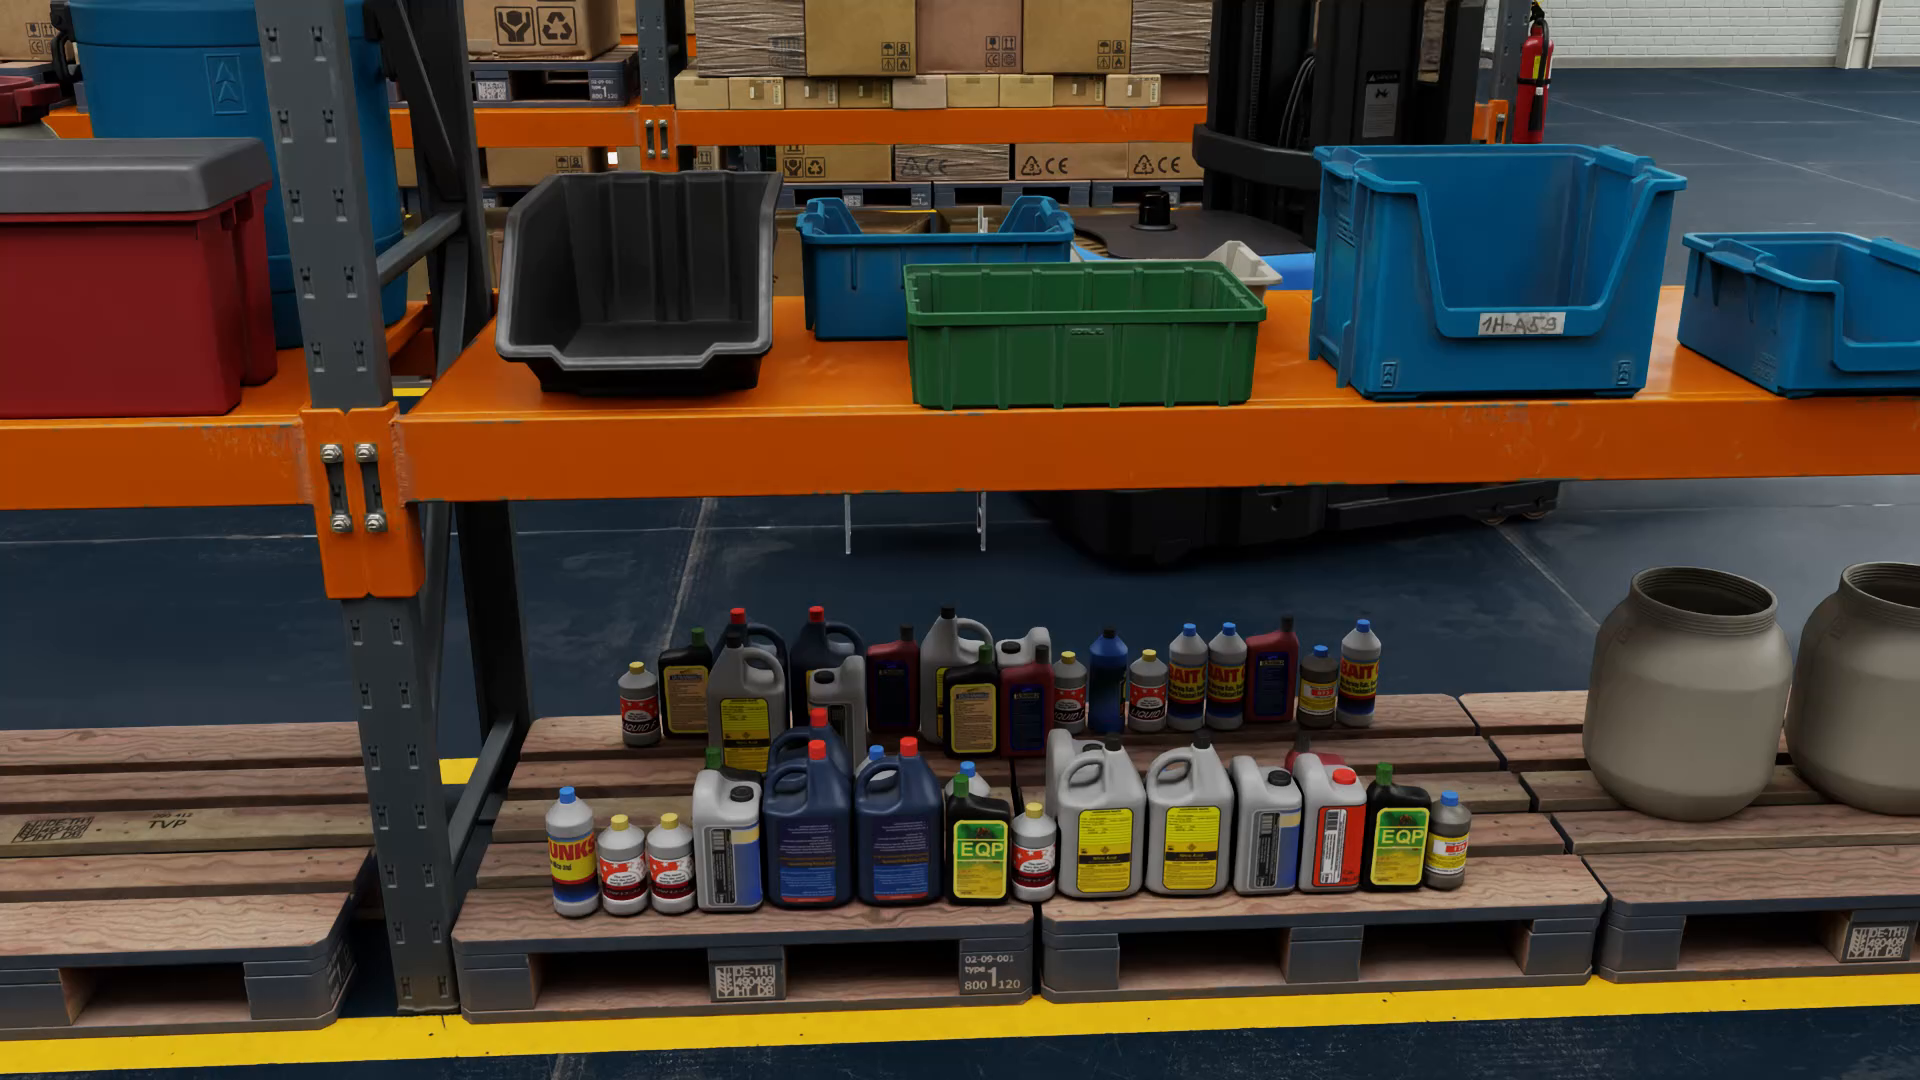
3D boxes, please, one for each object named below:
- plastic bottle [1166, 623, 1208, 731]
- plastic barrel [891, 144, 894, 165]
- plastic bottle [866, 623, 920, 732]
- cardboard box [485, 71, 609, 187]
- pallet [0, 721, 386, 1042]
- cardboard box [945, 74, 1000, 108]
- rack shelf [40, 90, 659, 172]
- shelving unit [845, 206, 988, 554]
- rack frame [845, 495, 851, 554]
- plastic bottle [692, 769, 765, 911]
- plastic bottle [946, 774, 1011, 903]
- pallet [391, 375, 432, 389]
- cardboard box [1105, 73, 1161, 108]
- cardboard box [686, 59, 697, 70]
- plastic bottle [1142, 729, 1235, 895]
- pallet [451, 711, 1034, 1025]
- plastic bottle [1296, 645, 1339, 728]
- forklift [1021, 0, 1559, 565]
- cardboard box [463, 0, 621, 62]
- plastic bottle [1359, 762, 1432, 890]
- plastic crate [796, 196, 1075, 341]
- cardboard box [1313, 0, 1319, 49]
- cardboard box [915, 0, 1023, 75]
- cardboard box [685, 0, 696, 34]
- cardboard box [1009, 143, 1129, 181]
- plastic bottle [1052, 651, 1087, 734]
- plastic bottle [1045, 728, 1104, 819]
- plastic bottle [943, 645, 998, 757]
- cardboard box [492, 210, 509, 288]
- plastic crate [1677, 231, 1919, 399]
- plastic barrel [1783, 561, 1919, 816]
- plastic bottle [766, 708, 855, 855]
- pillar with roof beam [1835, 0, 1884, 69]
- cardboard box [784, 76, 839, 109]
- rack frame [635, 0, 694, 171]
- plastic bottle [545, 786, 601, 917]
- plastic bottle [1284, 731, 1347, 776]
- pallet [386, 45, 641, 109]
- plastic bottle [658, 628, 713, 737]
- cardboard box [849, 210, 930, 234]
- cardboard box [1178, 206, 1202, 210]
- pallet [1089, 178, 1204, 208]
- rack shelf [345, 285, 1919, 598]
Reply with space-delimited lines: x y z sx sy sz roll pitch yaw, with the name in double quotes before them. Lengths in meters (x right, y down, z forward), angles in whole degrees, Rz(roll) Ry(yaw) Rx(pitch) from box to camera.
"plastic bottle" 0.577 0.342 4.222 0.097 0.271 0.097 0 21 0
"plastic barrel" -0.567 -3.468 14.636 0.421 0.421 0.512 15 25 34
"plastic bottle" -0.168 0.345 4.197 0.133 0.283 0.061 0 21 1
"cardboard box" -3.190 -3.186 12.846 0.750 0.750 1.050 -1 21 -3
"pallet" -1.929 0.752 3.849 1.213 0.211 1.003 -1 21 -3
"cardboard box" 0.049 -2.155 7.918 0.250 0.149 0.380 -1 21 -3
"rack shelf" -3.426 -1.964 8.074 4.000 0.370 1.077 -1 21 -3
"shelving unit" -0.165 -0.557 5.899 0.503 1.200 0.258 -1 21 -3
"rack frame" -0.409 -0.552 5.886 0.015 1.200 0.240 -1 21 -3
"plastic bottle" -0.482 0.619 3.488 0.135 0.276 0.152 0 21 -1
"plastic bottle" 0.038 0.622 3.472 0.133 0.283 0.061 0 21 -1
"pallet" -2.207 -1.021 8.506 1.213 0.211 1.003 -1 21 -3
"cardboard box" 0.800 -2.157 7.925 0.250 0.149 0.380 -1 21 -3
"cardboard box" -1.232 -2.332 8.383 0.250 0.149 0.380 -1 21 -3
"plastic bottle" 0.481 0.566 3.523 0.185 0.351 0.144 0 21 -1
"pallet" -0.474 0.723 3.924 1.213 0.211 1.003 -1 21 -3
"plastic bottle" 0.915 0.368 4.253 0.097 0.201 0.097 0 21 0
"forklift" 1.741 -1.592 6.184 3.031 2.935 1.130 -7 22 -19
"cardboard box" -2.231 -2.851 7.959 1.000 1.000 1.000 -1 21 -3
"plastic bottle" 0.923 0.604 3.519 0.133 0.283 0.061 -1 21 -2
"plastic crate" -0.057 -0.630 3.770 0.616 0.251 0.499 -1 21 -3
"cardboard box" 1.521 -2.553 8.053 0.500 0.500 0.875 -1 21 -3
"cardboard box" 0.018 -2.557 8.063 0.500 0.500 0.875 -1 21 -3
"cardboard box" -2.117 -4.046 12.391 0.500 0.500 0.500 -1 21 -3
"cardboard box" 0.830 -3.333 13.056 0.875 0.875 0.875 -1 21 -4
"plastic bottle" 0.273 0.381 4.218 0.097 0.201 0.097 0 21 0
"plastic bottle" 0.262 0.553 3.663 0.135 0.276 0.152 -1 21 -3
"plastic bottle" 0.025 0.393 4.073 0.133 0.283 0.061 -1 21 -3
"cardboard box" -2.044 -1.373 8.406 0.500 0.500 0.700 -3 21 -7
"plastic crate" 1.715 -0.465 3.336 0.408 0.251 0.499 -1 21 -3
"plastic barrel" 2.194 0.345 3.906 0.421 0.512 0.421 0 21 0
"plastic bottle" -0.325 0.531 3.615 0.185 0.351 0.144 -1 21 -3
"pillar with roof beam" 13.191 -9.529 18.503 0.400 9.000 9.100 -1 21 -3
"cardboard box" -0.699 -2.136 7.868 0.250 0.149 0.380 -1 21 -3
"rack frame" -1.430 -2.340 8.052 0.127 3.000 1.000 -1 21 -3
"plastic bottle" -0.804 0.638 3.446 0.097 0.271 0.097 0 21 0
"plastic bottle" 0.778 0.552 3.654 0.133 0.283 0.061 -1 21 -3
"pallet" -2.201 -2.287 8.182 1.213 0.211 1.003 -1 21 -3
"plastic bottle" -0.685 0.356 4.170 0.133 0.283 0.061 0 21 0
"cardboard box" -0.456 -1.377 8.444 0.500 0.500 0.500 5 22 14
"cardboard box" 1.345 -1.419 8.554 0.500 0.500 0.500 4 21 11
"pallet" 1.588 -2.838 13.280 1.213 0.211 1.003 -1 21 -3
"rack shelf" 0.850 -0.285 3.666 4.000 0.370 1.077 -1 21 -3
